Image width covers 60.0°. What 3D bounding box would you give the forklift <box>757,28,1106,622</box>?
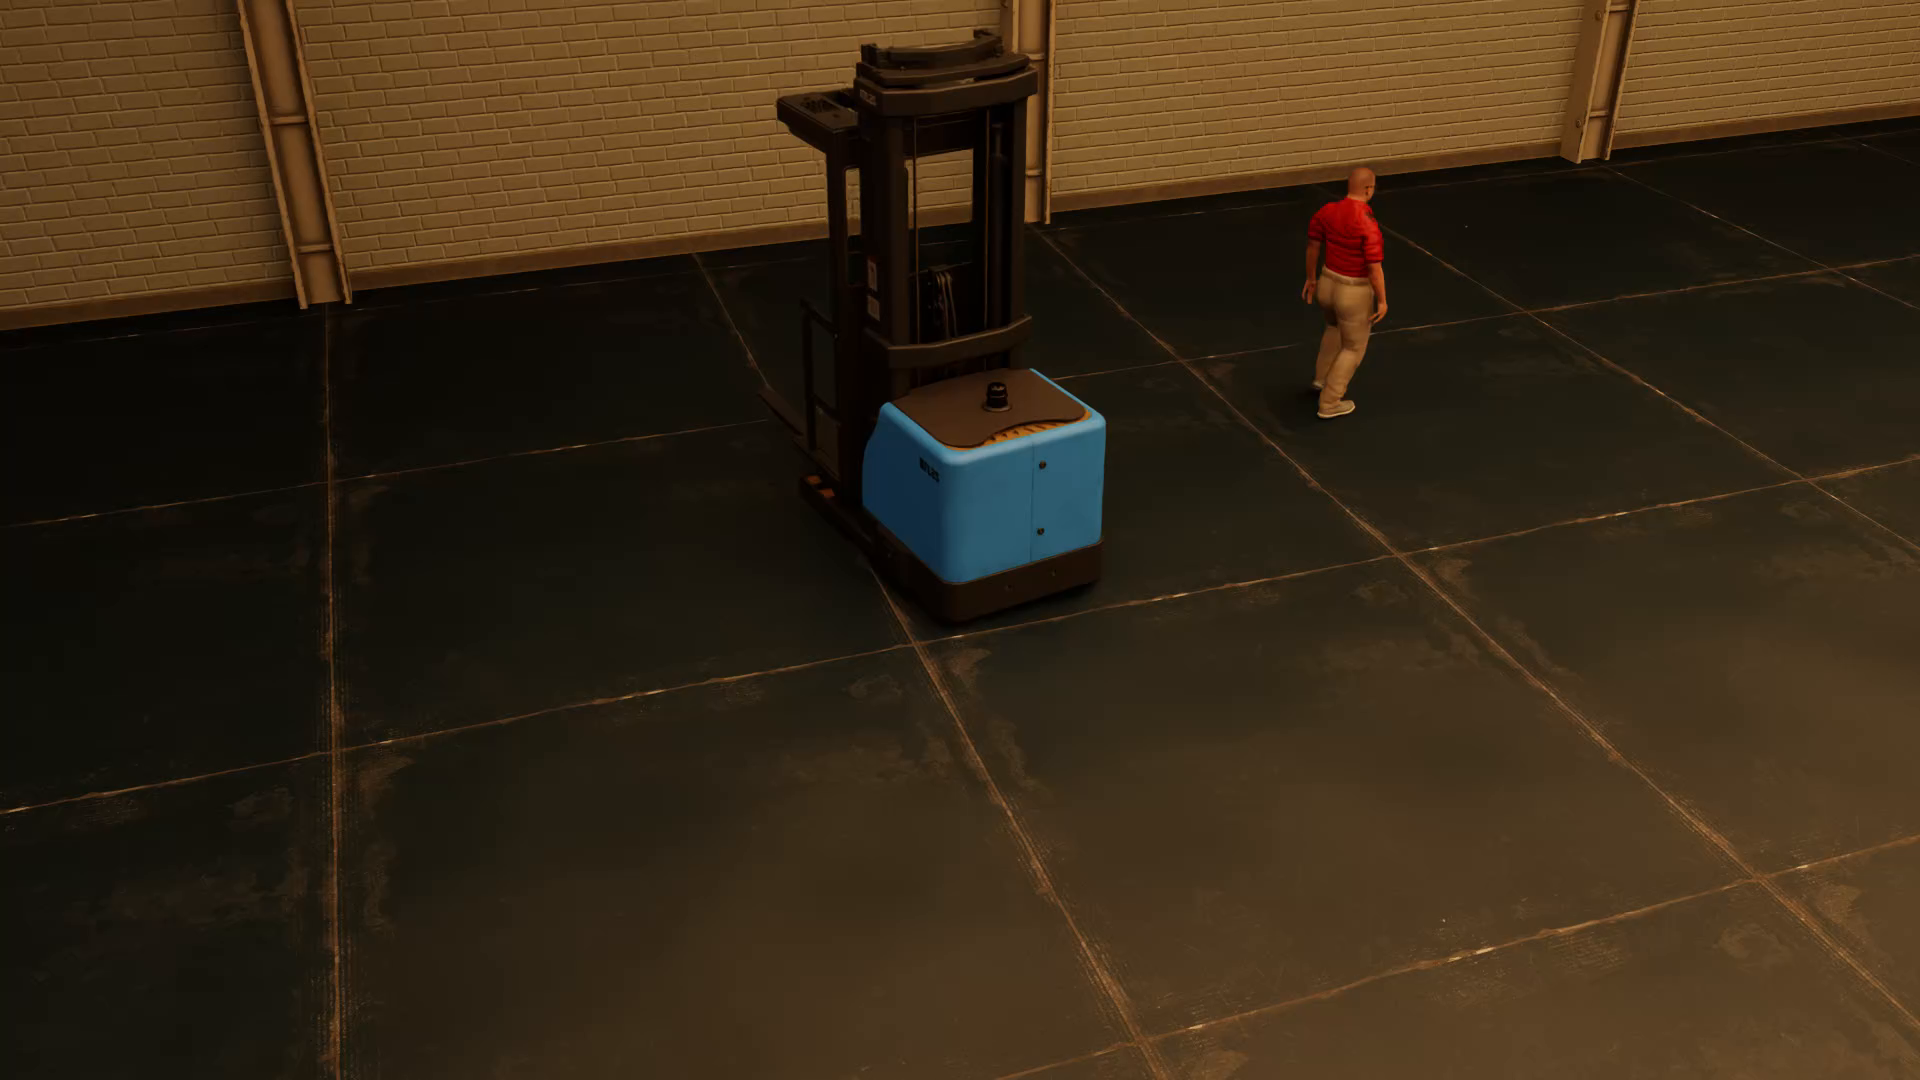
[{"bbox_3d":[-0.351,-1.527,9.741,1.130,2.935,3.031,-16,33,-25],"label":"forklift"}]

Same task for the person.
[{"bbox_3d":[2.633,-1.648,11.260,0.504,1.787,0.636,-19,35,-29],"label":"person"}]
